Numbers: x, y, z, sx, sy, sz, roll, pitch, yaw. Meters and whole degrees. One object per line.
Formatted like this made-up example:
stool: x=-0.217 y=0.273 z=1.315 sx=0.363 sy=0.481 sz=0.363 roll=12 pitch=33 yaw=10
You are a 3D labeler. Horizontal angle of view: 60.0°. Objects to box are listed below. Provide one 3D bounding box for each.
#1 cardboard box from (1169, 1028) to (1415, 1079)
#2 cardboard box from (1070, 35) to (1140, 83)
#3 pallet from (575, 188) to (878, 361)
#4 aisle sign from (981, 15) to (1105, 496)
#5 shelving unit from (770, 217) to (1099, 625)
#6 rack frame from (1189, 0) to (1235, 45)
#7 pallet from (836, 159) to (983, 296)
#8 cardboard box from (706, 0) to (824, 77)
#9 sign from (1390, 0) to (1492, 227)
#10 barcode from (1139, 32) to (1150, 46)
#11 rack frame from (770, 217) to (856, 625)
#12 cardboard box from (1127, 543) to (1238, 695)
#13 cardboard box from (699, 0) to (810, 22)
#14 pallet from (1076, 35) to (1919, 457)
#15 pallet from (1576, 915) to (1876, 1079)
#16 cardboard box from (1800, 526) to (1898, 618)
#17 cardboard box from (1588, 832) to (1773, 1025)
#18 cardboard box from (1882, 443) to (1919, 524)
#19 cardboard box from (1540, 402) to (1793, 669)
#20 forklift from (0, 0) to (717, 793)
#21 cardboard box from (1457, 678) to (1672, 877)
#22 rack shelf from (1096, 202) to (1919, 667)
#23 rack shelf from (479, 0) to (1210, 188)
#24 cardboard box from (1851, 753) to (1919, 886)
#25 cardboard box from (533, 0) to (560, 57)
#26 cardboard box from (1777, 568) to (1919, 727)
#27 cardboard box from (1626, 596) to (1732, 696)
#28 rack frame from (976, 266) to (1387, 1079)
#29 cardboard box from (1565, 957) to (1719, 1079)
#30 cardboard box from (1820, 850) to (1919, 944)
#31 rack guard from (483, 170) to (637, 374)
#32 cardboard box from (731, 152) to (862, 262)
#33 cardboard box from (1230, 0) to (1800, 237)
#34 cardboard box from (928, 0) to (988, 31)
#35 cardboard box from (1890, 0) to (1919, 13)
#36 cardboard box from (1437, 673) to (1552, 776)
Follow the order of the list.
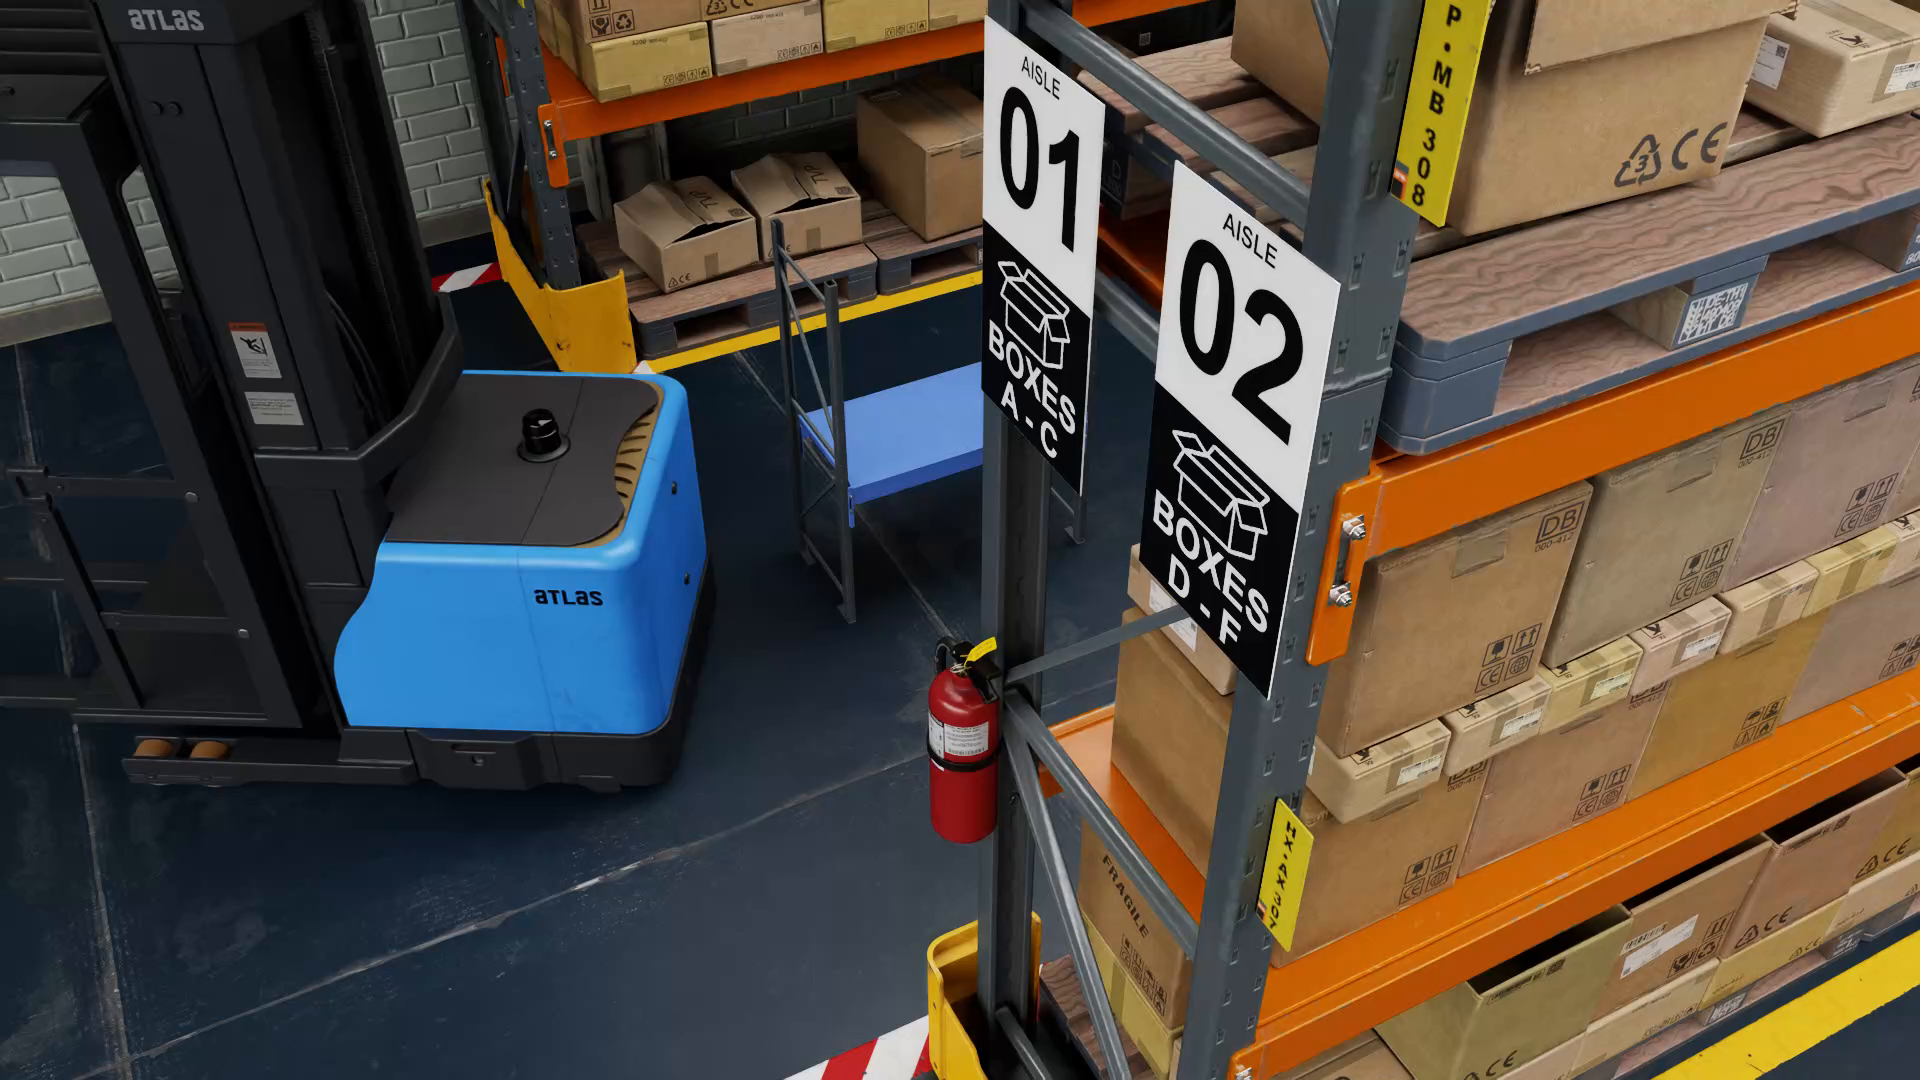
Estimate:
cardboard box: x=0.908 y=1.502 z=4.457 sx=0.500 sy=0.250 sz=0.500 roll=-19 pitch=44 yaw=-21
cardboard box: x=0.684 y=-2.267 z=8.701 sx=0.500 sy=0.500 sz=0.500 roll=-22 pitch=45 yaw=-24
pallet: x=-1.158 y=-1.373 z=8.208 sx=1.213 sy=0.211 sz=1.003 roll=-19 pitch=44 yaw=-21
aisle sign: x=0.136 y=-0.496 z=3.002 sx=0.004 sy=0.787 sz=0.394 roll=-19 pitch=44 yaw=-21
shelving unit: x=-0.076 y=-0.547 z=6.235 sx=1.048 sy=1.500 sz=0.538 roll=-19 pitch=44 yaw=-21
rack frame: x=1.586 y=-3.386 z=8.428 sx=0.127 sy=3.000 sz=1.000 roll=-19 pitch=44 yaw=-21
pallet: x=-0.077 y=-1.734 z=8.635 sx=1.213 sy=0.211 sz=1.003 roll=-19 pitch=44 yaw=-21
cardboard box: x=-0.929 y=-2.269 z=7.210 sx=0.500 sy=0.250 sz=0.500 roll=-20 pitch=44 yaw=-22
sign: x=0.581 y=-0.544 z=2.011 sx=0.005 sy=0.325 sz=0.100 roll=-19 pitch=44 yaw=-21
barcode: x=0.996 y=-2.698 z=8.962 sx=0.075 sy=0.075 sz=0.001 roll=-19 pitch=44 yaw=-21
rack frame: x=-0.527 y=-0.395 z=6.056 sx=0.032 sy=1.500 sz=0.500 roll=-19 pitch=44 yaw=-21
cardboard box: x=0.580 y=0.136 z=3.688 sx=0.250 sy=0.149 sz=0.380 roll=-19 pitch=44 yaw=-21
cardboard box: x=-0.957 y=-2.541 z=6.950 sx=0.500 sy=0.500 sz=0.500 roll=-18 pitch=44 yaw=-21
pallet: x=0.969 y=-0.662 z=2.957 sx=1.213 sy=0.211 sz=1.003 roll=-19 pitch=44 yaw=-21
pallet: x=2.069 y=1.096 z=5.292 sx=1.213 sy=0.211 sz=1.003 roll=-19 pitch=44 yaw=-21
cardboard box: x=1.918 y=-0.020 z=3.872 sx=0.250 sy=0.149 sz=0.380 roll=-19 pitch=44 yaw=-21
cardboard box: x=1.788 y=0.909 z=4.577 sx=0.500 sy=0.500 sz=0.500 roll=-19 pitch=44 yaw=-21
cardboard box: x=2.151 y=-0.496 z=3.933 sx=0.500 sy=0.500 sz=0.700 roll=-19 pitch=44 yaw=-21
cardboard box: x=1.260 y=-0.196 z=3.578 sx=0.500 sy=0.500 sz=0.700 roll=-20 pitch=44 yaw=-22
forklift: x=-2.464 y=-0.606 z=5.197 sx=3.031 sy=2.935 sz=1.130 roll=2 pitch=40 yaw=2
cardboard box: x=1.213 y=0.316 z=3.978 sx=0.500 sy=0.500 sz=0.700 roll=-17 pitch=43 yaw=-20
rack shelf: x=2.103 y=-0.822 z=3.634 sx=4.000 sy=0.370 sz=1.077 roll=-19 pitch=44 yaw=-21
rack shelf: x=-0.188 y=-2.514 z=7.956 sx=4.000 sy=0.370 sz=1.077 roll=-19 pitch=44 yaw=-21
cardboard box: x=2.676 y=0.612 z=4.928 sx=0.500 sy=0.500 sz=0.500 roll=-19 pitch=44 yaw=-21
cardboard box: x=-1.637 y=-2.393 z=7.356 sx=0.500 sy=0.250 sz=0.500 roll=-18 pitch=43 yaw=-20
cardboard box: x=2.121 y=0.012 z=4.337 sx=0.500 sy=0.500 sz=0.700 roll=-17 pitch=43 yaw=-19
cardboard box: x=1.457 y=0.138 z=3.686 sx=0.250 sy=0.149 sz=0.380 roll=-19 pitch=44 yaw=-21
rack frame: x=0.330 y=0.645 z=3.666 sx=0.127 sy=3.000 sz=1.000 roll=-19 pitch=44 yaw=-21
cardboard box: x=1.793 y=1.202 z=4.812 sx=0.500 sy=0.250 sz=0.500 roll=-19 pitch=44 yaw=-21
cardboard box: x=2.682 y=0.906 z=5.162 sx=0.500 sy=0.250 sz=0.500 roll=-19 pitch=44 yaw=-21
rack guard: x=-1.895 y=-1.261 z=7.852 sx=0.348 sy=0.500 sz=1.175 roll=-19 pitch=44 yaw=-21
cardboard box: x=-0.801 y=-1.659 z=8.129 sx=0.500 sy=0.311 sz=0.500 roll=-15 pitch=43 yaw=-17
cardboard box: x=0.841 y=-0.922 z=2.682 sx=0.637 sy=0.503 sz=0.797 roll=-16 pitch=43 yaw=-18
cardboard box: x=-0.025 y=-2.568 z=7.562 sx=0.500 sy=0.250 sz=0.500 roll=-18 pitch=44 yaw=-20
cardboard box: x=1.929 y=-1.090 z=2.884 sx=0.500 sy=0.500 sz=0.500 roll=-19 pitch=44 yaw=-21
cardboard box: x=1.010 y=0.286 z=3.512 sx=0.250 sy=0.149 sz=0.380 roll=-20 pitch=44 yaw=-22
